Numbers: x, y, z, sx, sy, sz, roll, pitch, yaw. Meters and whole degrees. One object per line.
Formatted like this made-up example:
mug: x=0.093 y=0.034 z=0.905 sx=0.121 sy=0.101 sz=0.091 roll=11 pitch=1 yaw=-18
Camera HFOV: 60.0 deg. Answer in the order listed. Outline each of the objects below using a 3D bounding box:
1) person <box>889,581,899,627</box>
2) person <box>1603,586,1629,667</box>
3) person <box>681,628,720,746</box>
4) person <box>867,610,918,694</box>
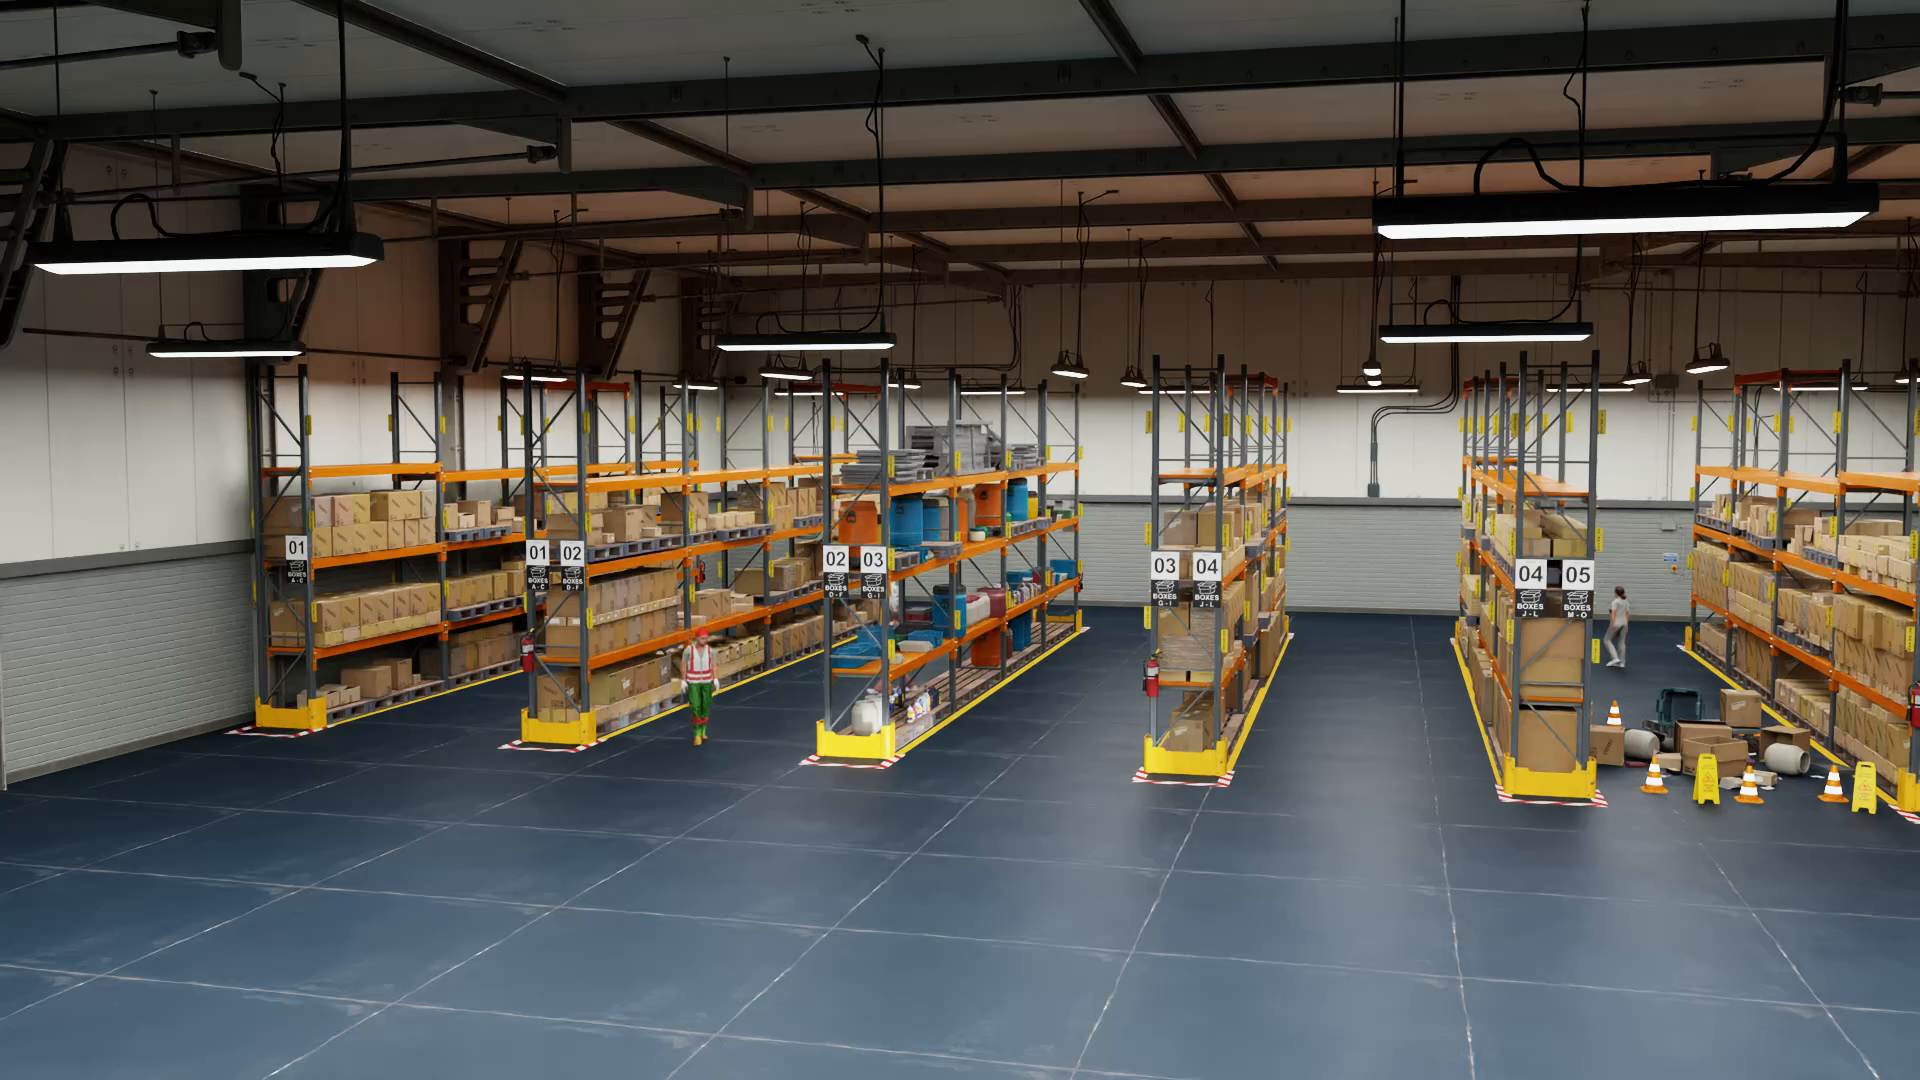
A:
person: x=-1.530 y=1.545 z=38.160 sx=0.607 sy=1.681 sz=0.519 roll=-2 pitch=5 yaw=-31
person: x=13.633 y=1.794 z=34.449 sx=0.478 sy=1.673 sz=0.407 roll=-1 pitch=4 yaw=-20
person: x=-4.088 y=2.305 z=26.304 sx=0.566 sy=1.813 sz=0.638 roll=-2 pitch=4 yaw=-25
person: x=-1.191 y=2.063 z=30.266 sx=1.007 sy=1.583 sz=0.460 roll=3 pitch=5 yaw=37
